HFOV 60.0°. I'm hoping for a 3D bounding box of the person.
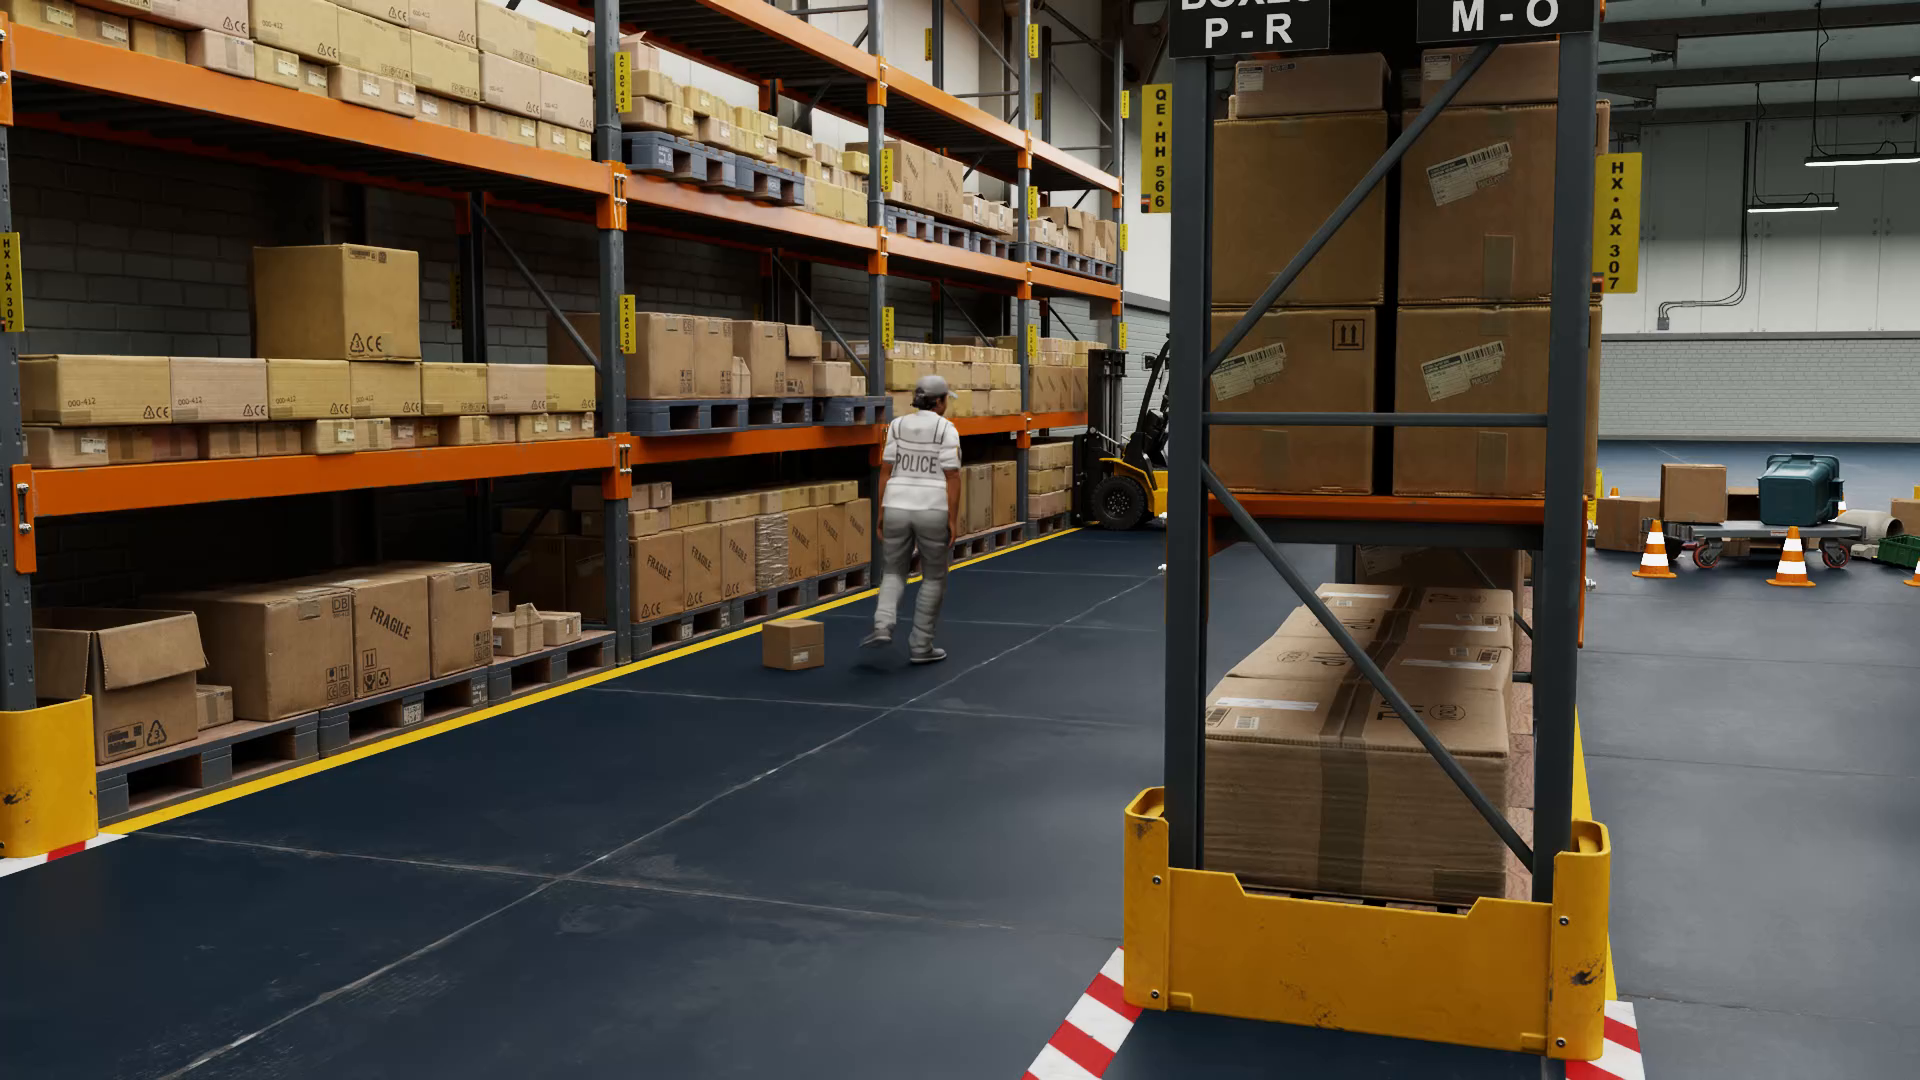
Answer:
[{"bbox_3d":[-0.266,-0.118,9.508,0.559,1.653,0.589,2,6,20],"label":"person"}]
